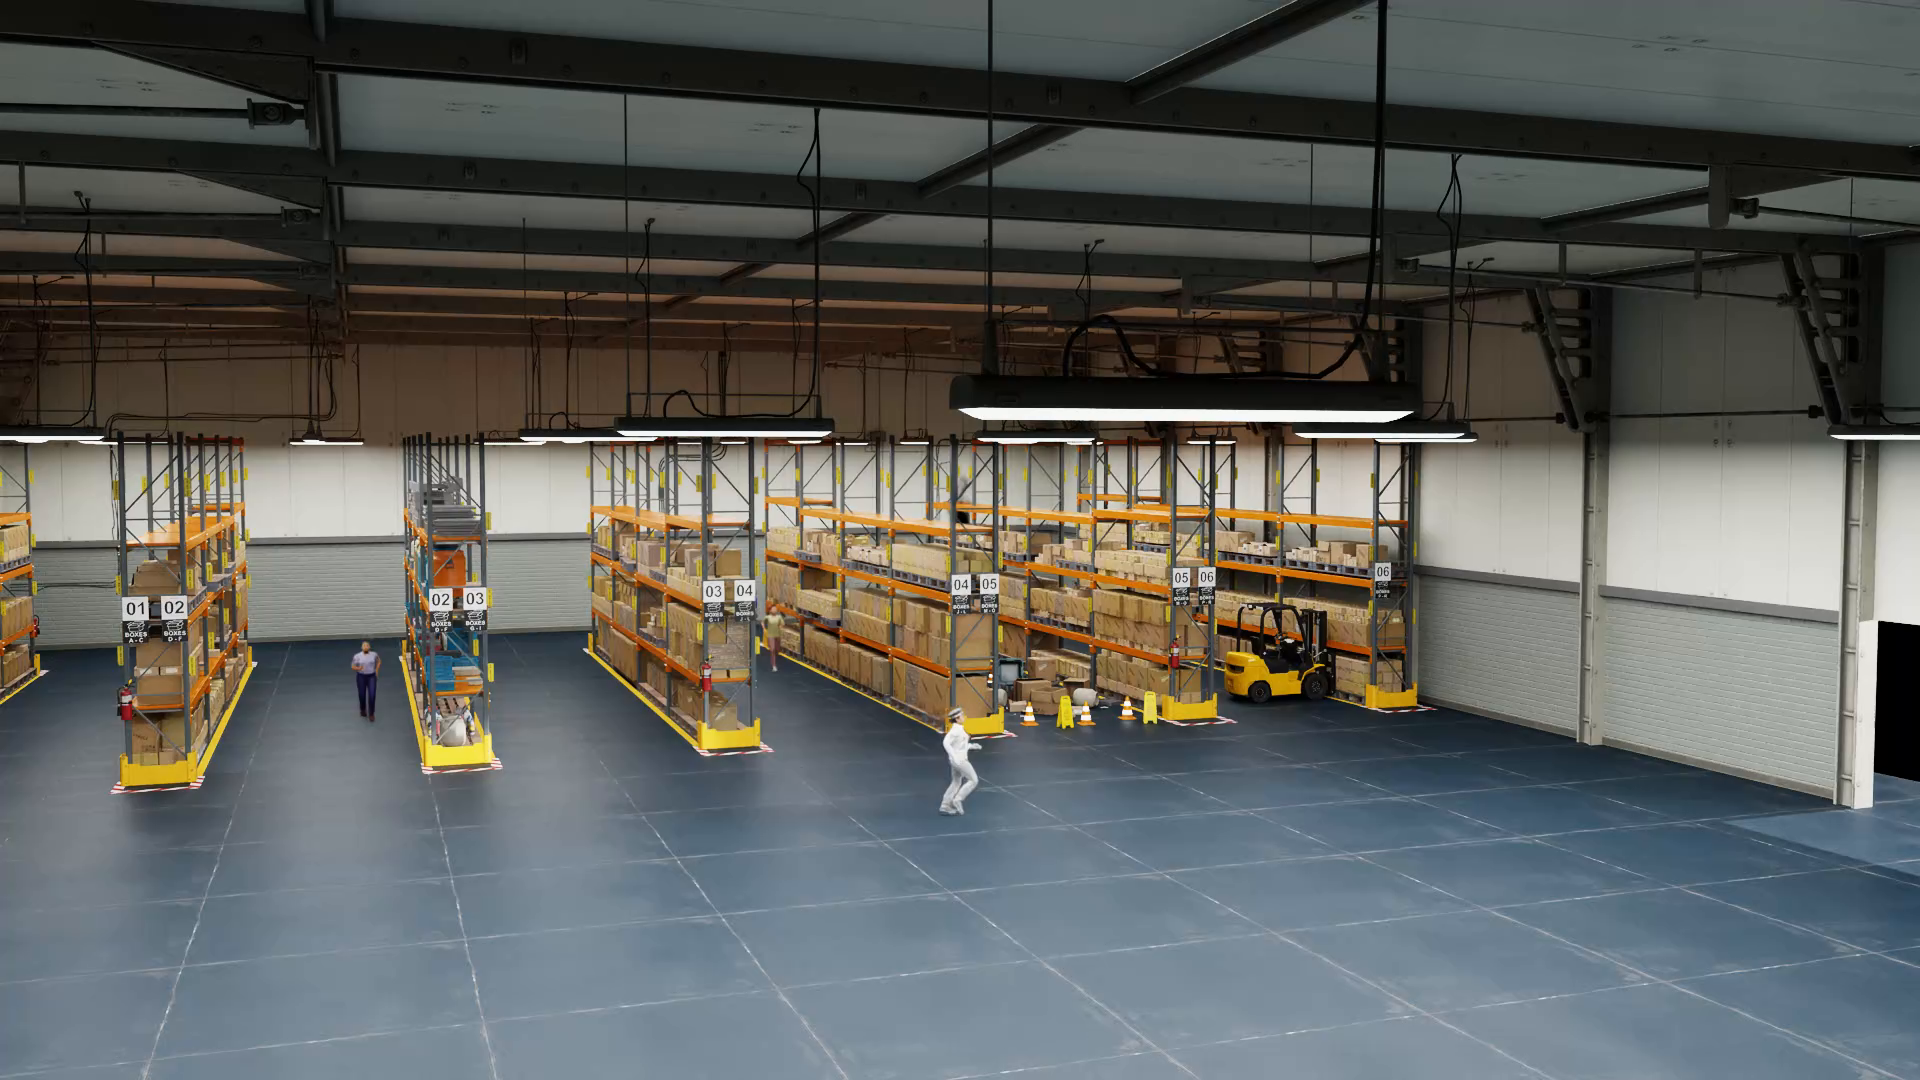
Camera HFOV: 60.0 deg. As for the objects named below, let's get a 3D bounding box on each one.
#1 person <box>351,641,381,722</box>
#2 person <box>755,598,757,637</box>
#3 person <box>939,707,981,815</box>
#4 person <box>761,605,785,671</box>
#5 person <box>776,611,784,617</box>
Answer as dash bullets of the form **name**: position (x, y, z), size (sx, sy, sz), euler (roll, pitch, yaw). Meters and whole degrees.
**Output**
- **person**: position (-12.462, 2.939, 34.918), size (0.608, 1.647, 0.880), euler (-1, 3, -23)
- **person**: position (-6.207, 2.224, 49.225), size (0.772, 1.620, 0.702), euler (3, 4, 45)
- **person**: position (0.008, 3.438, 25.893), size (0.656, 1.674, 0.587), euler (0, 3, -4)
- **person**: position (-4.777, 2.493, 42.731), size (0.573, 1.658, 0.966), euler (-1, 3, -20)
- **person**: position (-5.441, 2.166, 49.508), size (0.485, 1.648, 0.574), euler (-1, 3, -20)
